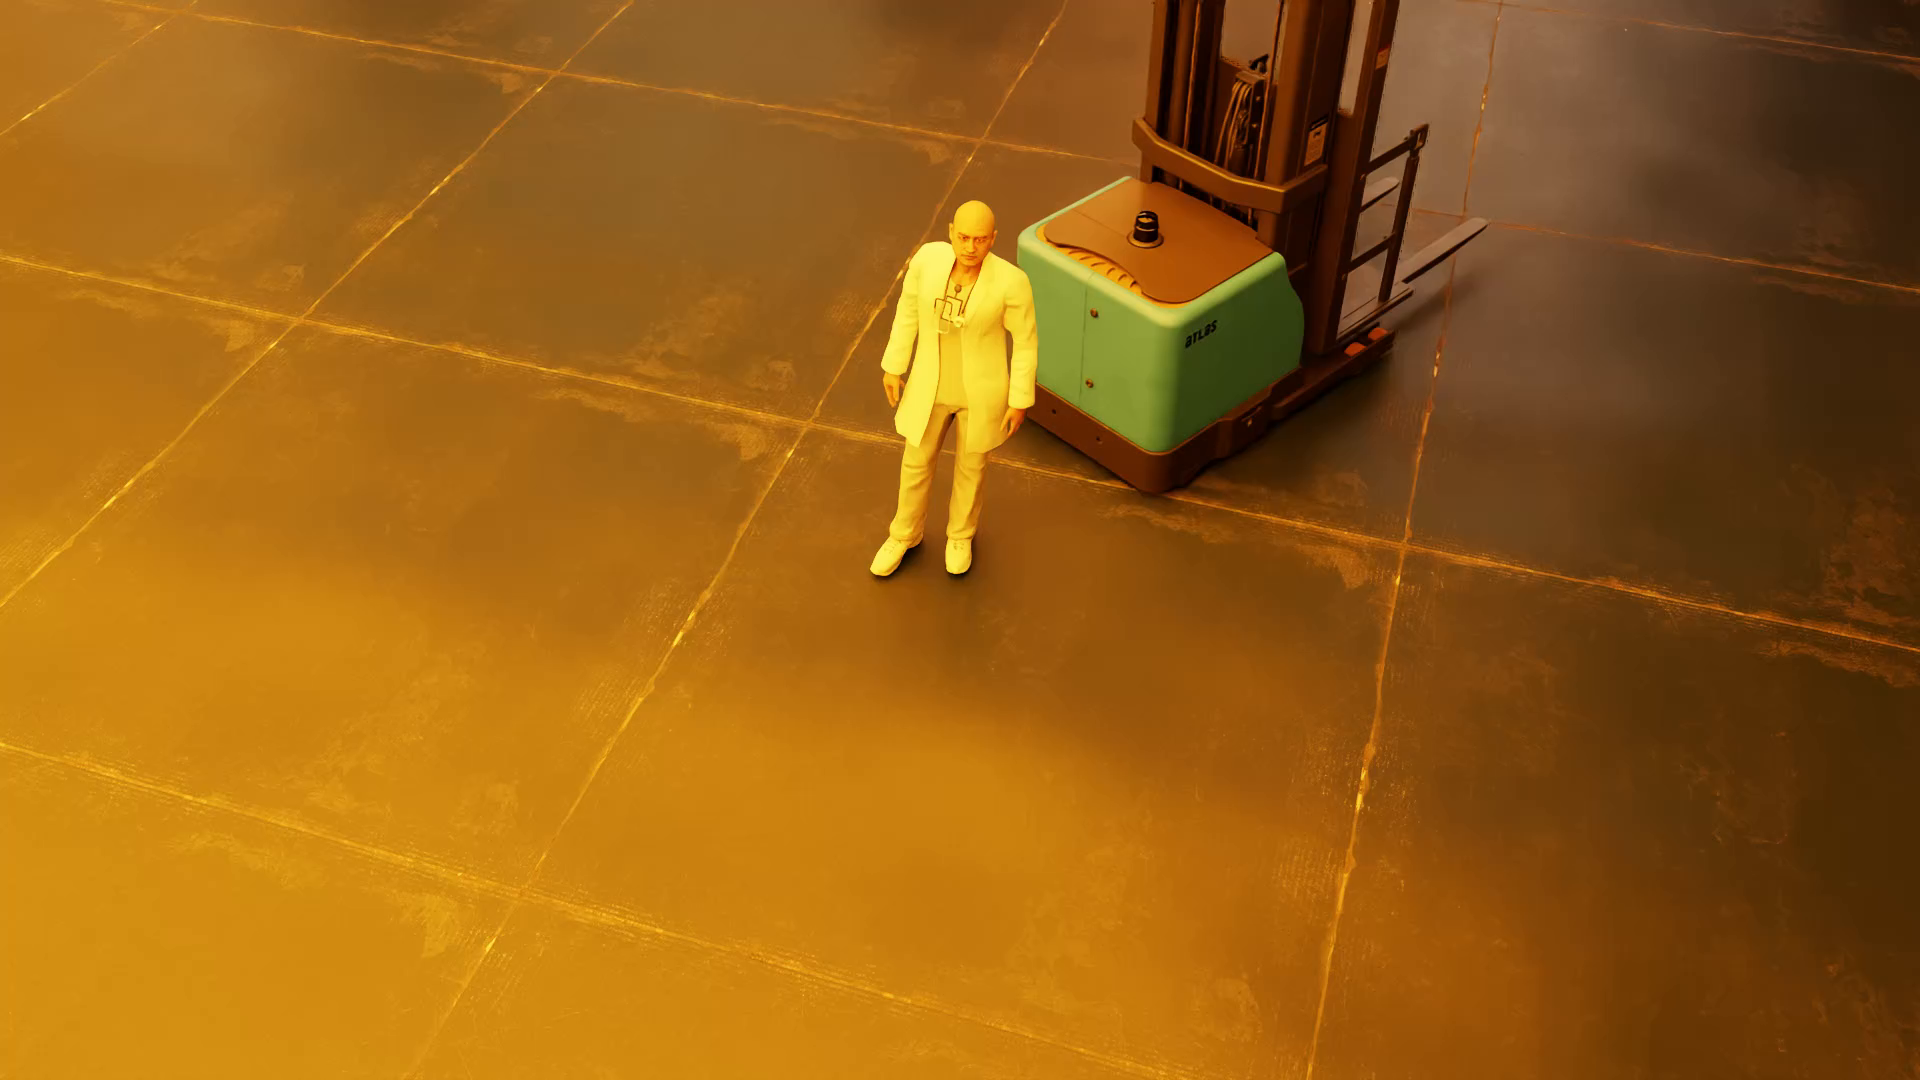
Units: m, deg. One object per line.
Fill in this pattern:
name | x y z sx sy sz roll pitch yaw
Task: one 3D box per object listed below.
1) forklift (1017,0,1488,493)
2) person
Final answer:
forklift | 1.676 -2.182 8.034 3.031 2.935 1.130 -33 52 -30
person | -0.032 -0.599 7.168 0.694 1.776 0.581 12 44 13
